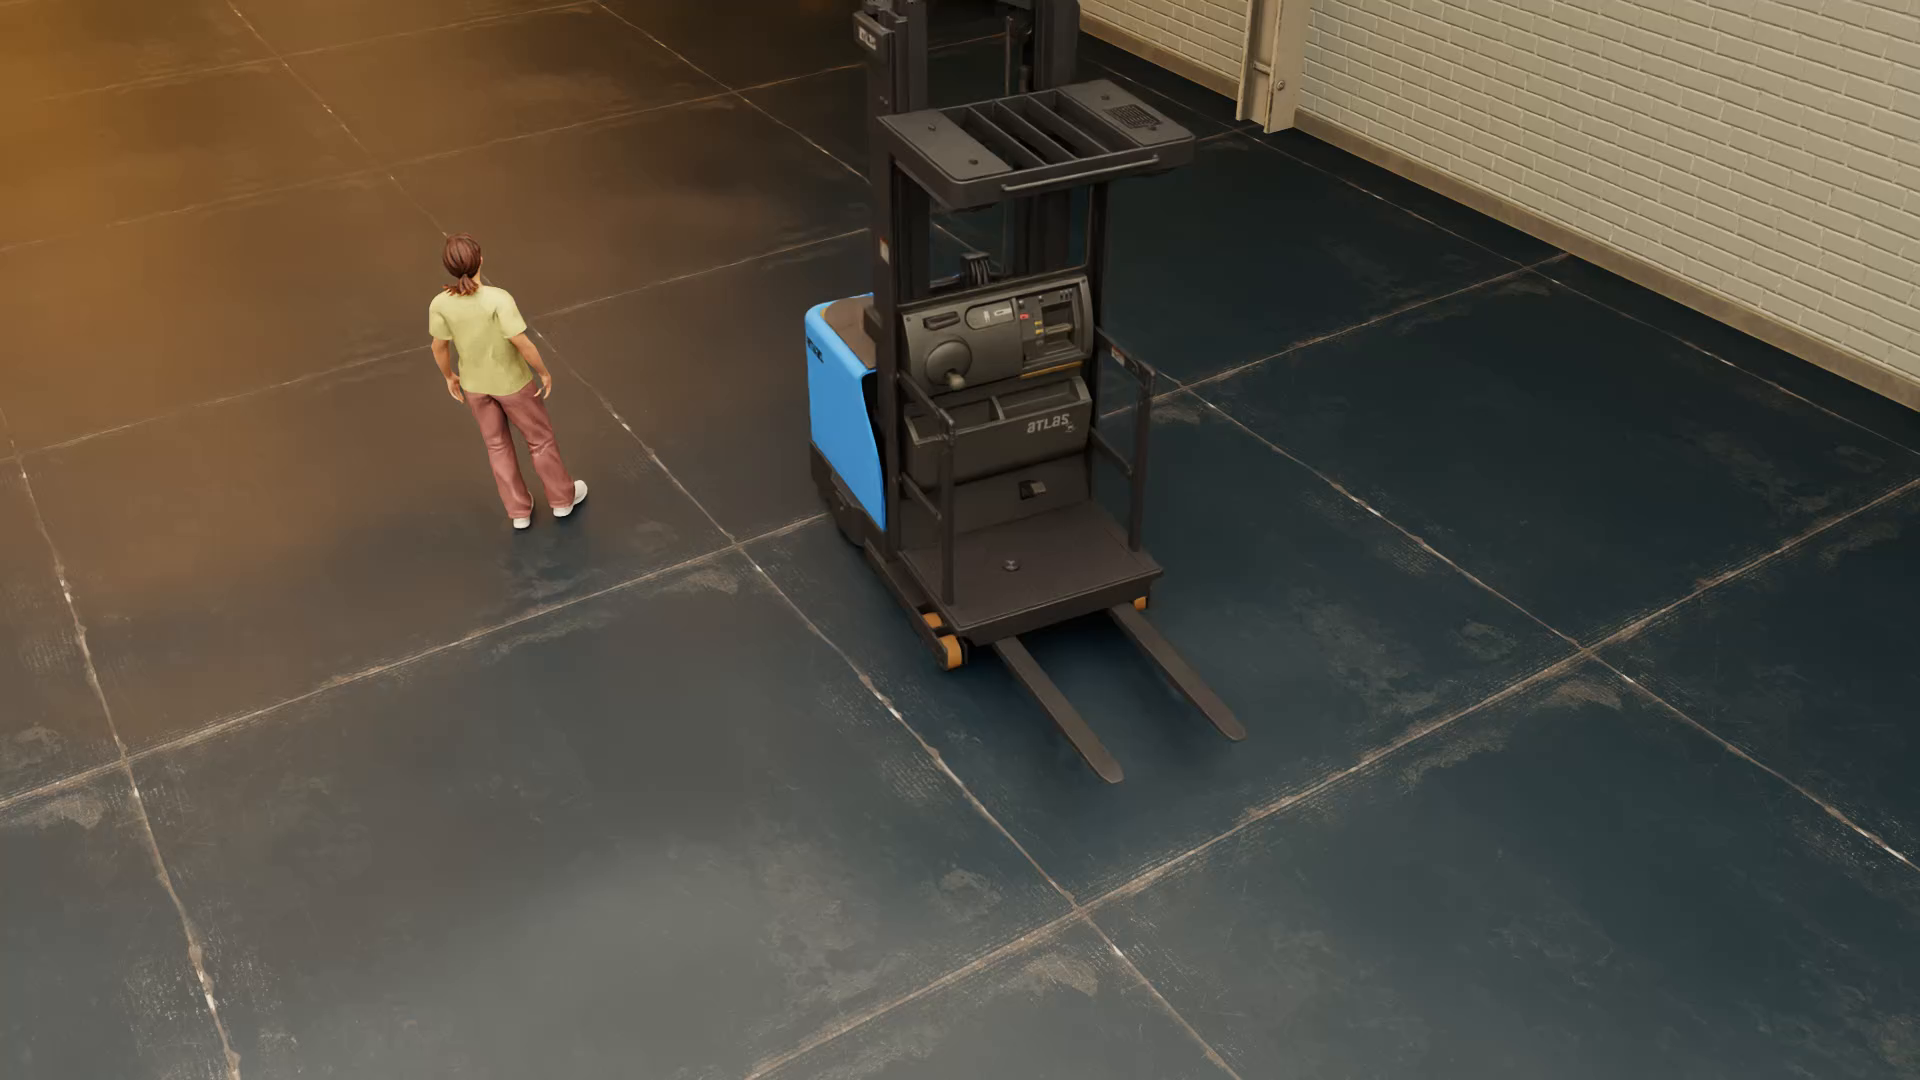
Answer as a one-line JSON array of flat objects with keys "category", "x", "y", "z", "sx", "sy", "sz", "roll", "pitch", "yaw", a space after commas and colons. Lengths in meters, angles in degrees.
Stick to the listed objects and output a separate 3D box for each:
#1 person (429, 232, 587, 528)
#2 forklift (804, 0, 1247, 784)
[{"category": "person", "x": -2.312, "y": -0.820, "z": 8.395, "sx": 0.551, "sy": 1.674, "sz": 0.550, "roll": 2, "pitch": 35, "yaw": 3}, {"category": "forklift", "x": 0.275, "y": -0.877, "z": 7.396, "sx": 1.130, "sy": 2.935, "sz": 3.031, "roll": -15, "pitch": 38, "yaw": -21}]
